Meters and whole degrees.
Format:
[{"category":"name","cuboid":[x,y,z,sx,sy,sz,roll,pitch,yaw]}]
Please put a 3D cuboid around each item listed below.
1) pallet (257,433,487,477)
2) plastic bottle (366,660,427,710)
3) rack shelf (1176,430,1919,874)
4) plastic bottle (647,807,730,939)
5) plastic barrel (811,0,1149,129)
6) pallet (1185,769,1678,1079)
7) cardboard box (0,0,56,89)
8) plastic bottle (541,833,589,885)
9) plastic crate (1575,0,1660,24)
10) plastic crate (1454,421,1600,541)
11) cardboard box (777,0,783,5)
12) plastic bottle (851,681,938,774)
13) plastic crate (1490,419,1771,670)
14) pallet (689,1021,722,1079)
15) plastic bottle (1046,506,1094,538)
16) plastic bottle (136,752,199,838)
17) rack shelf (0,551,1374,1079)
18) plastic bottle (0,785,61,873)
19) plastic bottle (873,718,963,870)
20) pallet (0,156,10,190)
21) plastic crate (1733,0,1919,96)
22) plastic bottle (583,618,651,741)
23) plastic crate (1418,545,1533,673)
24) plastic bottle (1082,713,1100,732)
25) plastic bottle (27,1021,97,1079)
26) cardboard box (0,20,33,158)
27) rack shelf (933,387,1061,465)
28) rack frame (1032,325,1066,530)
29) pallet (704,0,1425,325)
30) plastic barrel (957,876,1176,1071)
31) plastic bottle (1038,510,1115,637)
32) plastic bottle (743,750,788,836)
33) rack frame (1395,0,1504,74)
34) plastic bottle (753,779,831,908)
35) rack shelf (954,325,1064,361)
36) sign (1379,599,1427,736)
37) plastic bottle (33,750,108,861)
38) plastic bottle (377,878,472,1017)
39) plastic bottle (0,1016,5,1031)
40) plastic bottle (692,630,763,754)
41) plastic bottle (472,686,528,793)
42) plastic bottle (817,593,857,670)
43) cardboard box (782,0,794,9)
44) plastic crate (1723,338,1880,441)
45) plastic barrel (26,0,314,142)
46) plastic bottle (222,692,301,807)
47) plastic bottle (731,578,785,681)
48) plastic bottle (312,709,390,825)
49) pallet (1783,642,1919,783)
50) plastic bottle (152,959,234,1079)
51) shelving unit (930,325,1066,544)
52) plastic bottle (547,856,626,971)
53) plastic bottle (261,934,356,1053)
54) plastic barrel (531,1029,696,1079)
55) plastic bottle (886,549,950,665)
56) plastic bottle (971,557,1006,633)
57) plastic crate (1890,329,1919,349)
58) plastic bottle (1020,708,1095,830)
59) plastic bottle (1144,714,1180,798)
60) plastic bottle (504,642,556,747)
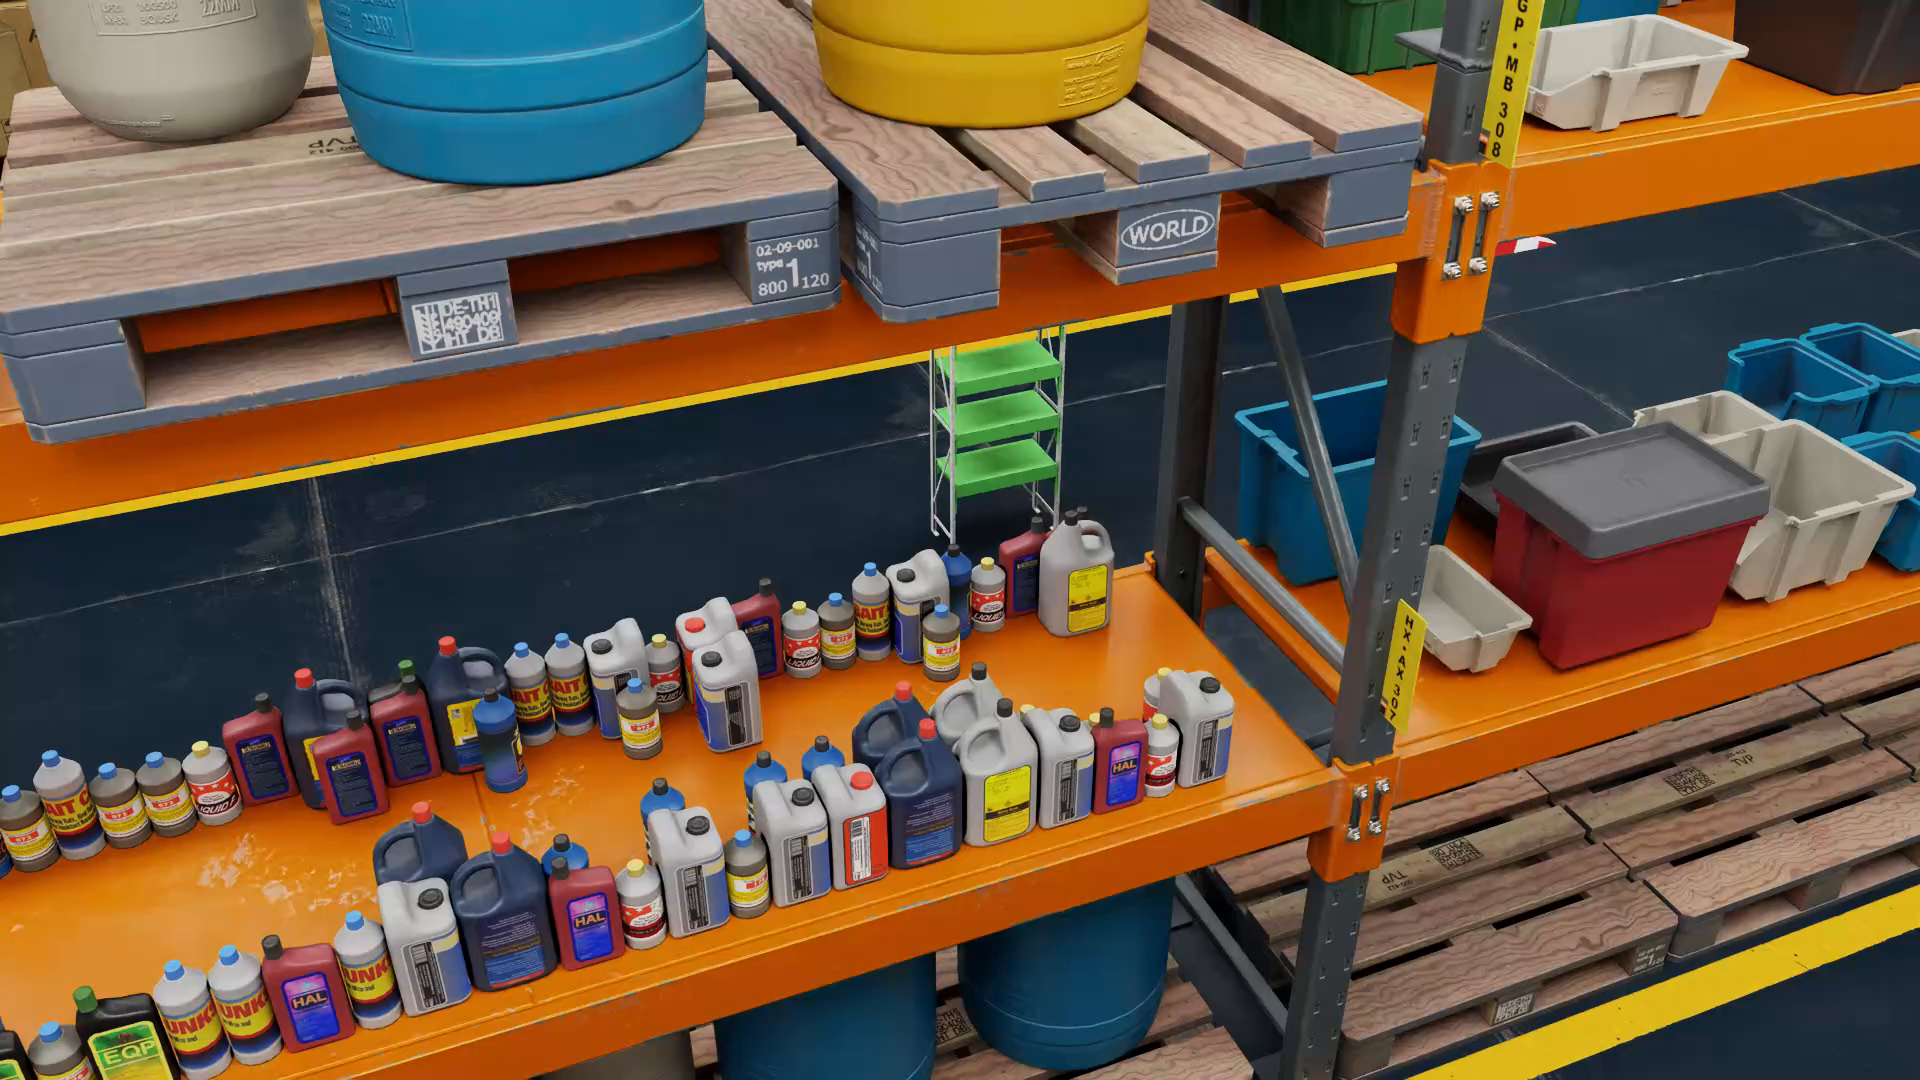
[{"category":"pallet","cuboid":[-2.977,-0.740,8.194,1.213,0.211,1.003,-13,35,-19]},{"category":"plastic bottle","cuboid":[-1.334,0.417,3.966,0.133,0.283,0.061,-13,35,-19]},{"category":"rack shelf","cuboid":[2.643,0.011,5.142,4.000,0.370,1.077,-13,35,-19]},{"category":"plastic bottle","cuboid":[-0.579,0.691,3.552,0.135,0.276,0.152,-13,35,-19]},{"category":"plastic barrel","cuboid":[0.036,-1.086,2.860,0.600,0.588,0.600,0,33,0]},{"category":"pallet","cuboid":[1.462,1.126,5.326,1.213,0.211,1.003,-13,35,-19]},{"category":"cardboard box","cuboid":[-5.996,-3.370,11.264,0.750,0.750,0.750,-13,35,-20]},{"category":"plastic bottle","cuboid":[-0.822,0.728,3.498,0.097,0.271,0.097,0,33,0]},{"category":"plastic crate","cuboid":[1.515,-1.408,4.067,0.300,0.233,0.416,-13,35,-19]},{"category":"plastic crate","cuboid":[1.727,-0.149,4.926,0.590,0.125,0.437,-13,35,-19]},{"category":"cardboard box","cuboid":[-0.754,-2.636,8.459,0.500,0.500,0.500,-12,35,-18]},{"category":"plastic bottle","cuboid":[-0.148,0.478,3.811,0.185,0.351,0.144,-13,35,-19]},{"category":"plastic crate","cuboid":[1.719,0.018,4.359,0.583,0.464,0.402,-13,35,-19]},{"category":"pallet","cuboid":[-1.055,1.702,4.440,1.213,0.211,1.003,-13,35,-19]},{"category":"plastic bottle","cuboid":[0.295,0.044,4.539,0.133,0.283,0.061,-13,35,-19]},{"category":"plastic bottle","cuboid":[-1.817,0.573,3.802,0.097,0.201,0.097,0,33,0]},{"category":"rack shelf","cuboid":[-1.045,0.856,3.844,4.000,0.370,1.077,-13,35,-19]},{"category":"plastic bottle","cuboid":[-2.086,0.634,3.707,0.097,0.201,0.097,0,33,0]},{"category":"plastic bottle","cuboid":[-0.093,0.550,3.699,0.185,0.351,0.144,-13,35,-19]},{"category":"pallet","cuboid":[-4.206,-1.613,7.155,1.003,0.211,1.213,-13,35,-19]},{"category":"plastic crate","cuboid":[2.050,-1.195,3.706,0.590,0.269,0.497,-13,35,-19]},{"category":"plastic bottle","cuboid":[-0.843,0.335,4.099,0.135,0.276,0.152,-13,35,-19]},{"category":"plastic crate","cuboid":[1.283,0.191,4.393,0.243,0.136,0.396,-13,35,-19]},{"category":"plastic bottle","cuboid":[0.318,0.497,3.918,0.097,0.201,0.097,0,33,0]},{"category":"plastic bottle","cuboid":[-1.698,0.994,3.154,0.097,0.201,0.097,0,33,0]},{"category":"cardboard box","cuboid":[-4.266,-1.923,6.978,0.500,0.500,0.700,-26,41,-34]},{"category":"rack shelf","cuboid":[0.153,-0.484,7.011,0.480,0.148,0.258,-13,35,-19]},{"category":"rack frame","cuboid":[0.378,-0.589,7.056,0.015,1.200,0.240,-13,35,-19]},{"category":"pallet","cuboid":[0.114,-0.832,3.200,1.003,0.211,1.213,-13,35,-19]},{"category":"plastic barrel","cuboid":[0.290,0.942,4.591,0.708,0.901,0.600,-13,35,-19]},{"category":"plastic bottle","cuboid":[0.311,0.072,4.433,0.185,0.351,0.144,-13,35,-19]},{"category":"plastic bottle","cuboid":[-0.431,0.585,3.719,0.097,0.271,0.097,0,33,0]},{"category":"rack frame","cuboid":[0.799,-2.383,2.661,0.127,3.000,1.000,-13,35,-19]},{"category":"plastic bottle","cuboid":[-0.365,0.642,3.627,0.135,0.276,0.152,-13,35,-19]},{"category":"rack shelf","cuboid":[0.153,-0.887,6.750,0.480,0.148,0.258,-13,35,-19]},{"category":"sign","cuboid":[1.010,0.293,3.796,0.005,0.325,0.100,-13,35,-19]},{"category":"plastic bottle","cuboid":[-1.996,0.584,3.720,0.097,0.271,0.097,0,33,0]},{"category":"plastic bottle","cuboid":[-1.087,0.807,3.373,0.135,0.276,0.152,-13,35,-19]},{"category":"plastic bottle","cuboid":[-1.845,0.963,3.138,0.097,0.271,0.097,0,33,0]},{"category":"plastic bottle","cuboid":[-0.570,0.362,4.057,0.135,0.276,0.152,-13,35,-19]},{"category":"plastic bottle","cuboid":[-1.084,0.461,3.909,0.097,0.271,0.097,0,33,0]},{"category":"plastic bottle","cuboid":[-0.320,0.230,4.328,0.097,0.201,0.097,0,33,0]},{"category":"cardboard box","cuboid":[-0.540,-2.372,8.054,0.500,0.500,0.500,-12,35,-18]},{"category":"plastic crate","cuboid":[2.641,-0.440,5.274,0.300,0.233,0.416,-13,35,-19]},{"category":"plastic barrel","cuboid":[-1.313,-0.964,2.721,0.433,0.535,0.433,0,33,0]},{"category":"plastic bottle","cuboid":[-1.628,0.484,3.863,0.133,0.283,0.061,-13,35,-19]},{"category":"plastic bottle","cuboid":[-0.523,0.231,4.251,0.133,0.283,0.061,-13,35,-19]},{"category":"plastic bottle","cuboid":[-1.401,0.518,3.811,0.133,0.283,0.061,-13,35,-19]},{"category":"pallet","cuboid":[3.711,0.611,6.118,1.213,0.211,1.003,-13,35,-19]},{"category":"plastic bottle","cuboid":[-1.485,0.916,3.209,0.097,0.271,0.097,0,33,0]},{"category":"shelving unit","cuboid":[0.153,-0.538,6.976,0.503,1.200,0.258,-13,35,-19]},{"category":"plastic bottle","cuboid":[-0.775,0.759,3.440,0.133,0.283,0.061,-13,35,-19]},{"category":"plastic bottle","cuboid":[-1.282,0.876,3.261,0.133,0.283,0.061,-13,35,-19]},{"category":"plastic barrel","cuboid":[-0.918,1.329,4.354,0.421,0.512,0.421,0,33,0]},{"category":"plastic bottle","cuboid":[-0.113,0.167,4.356,0.135,0.276,0.152,-13,35,-19]},{"category":"plastic bottle","cuboid":[0.073,0.140,4.467,0.097,0.201,0.097,0,33,0]},{"category":"plastic crate","cuboid":[3.178,-0.571,5.564,0.298,0.136,0.250,-13,35,-19]},{"category":"plastic bottle","cuboid":[0.224,0.507,3.834,0.135,0.276,0.152,-13,35,-19]},{"category":"plastic bottle","cuboid":[0.464,0.499,3.915,0.097,0.201,0.097,0,33,0]},{"category":"plastic bottle","cuboid":[-1.050,0.368,4.052,0.097,0.271,0.097,0,33,0]}]
